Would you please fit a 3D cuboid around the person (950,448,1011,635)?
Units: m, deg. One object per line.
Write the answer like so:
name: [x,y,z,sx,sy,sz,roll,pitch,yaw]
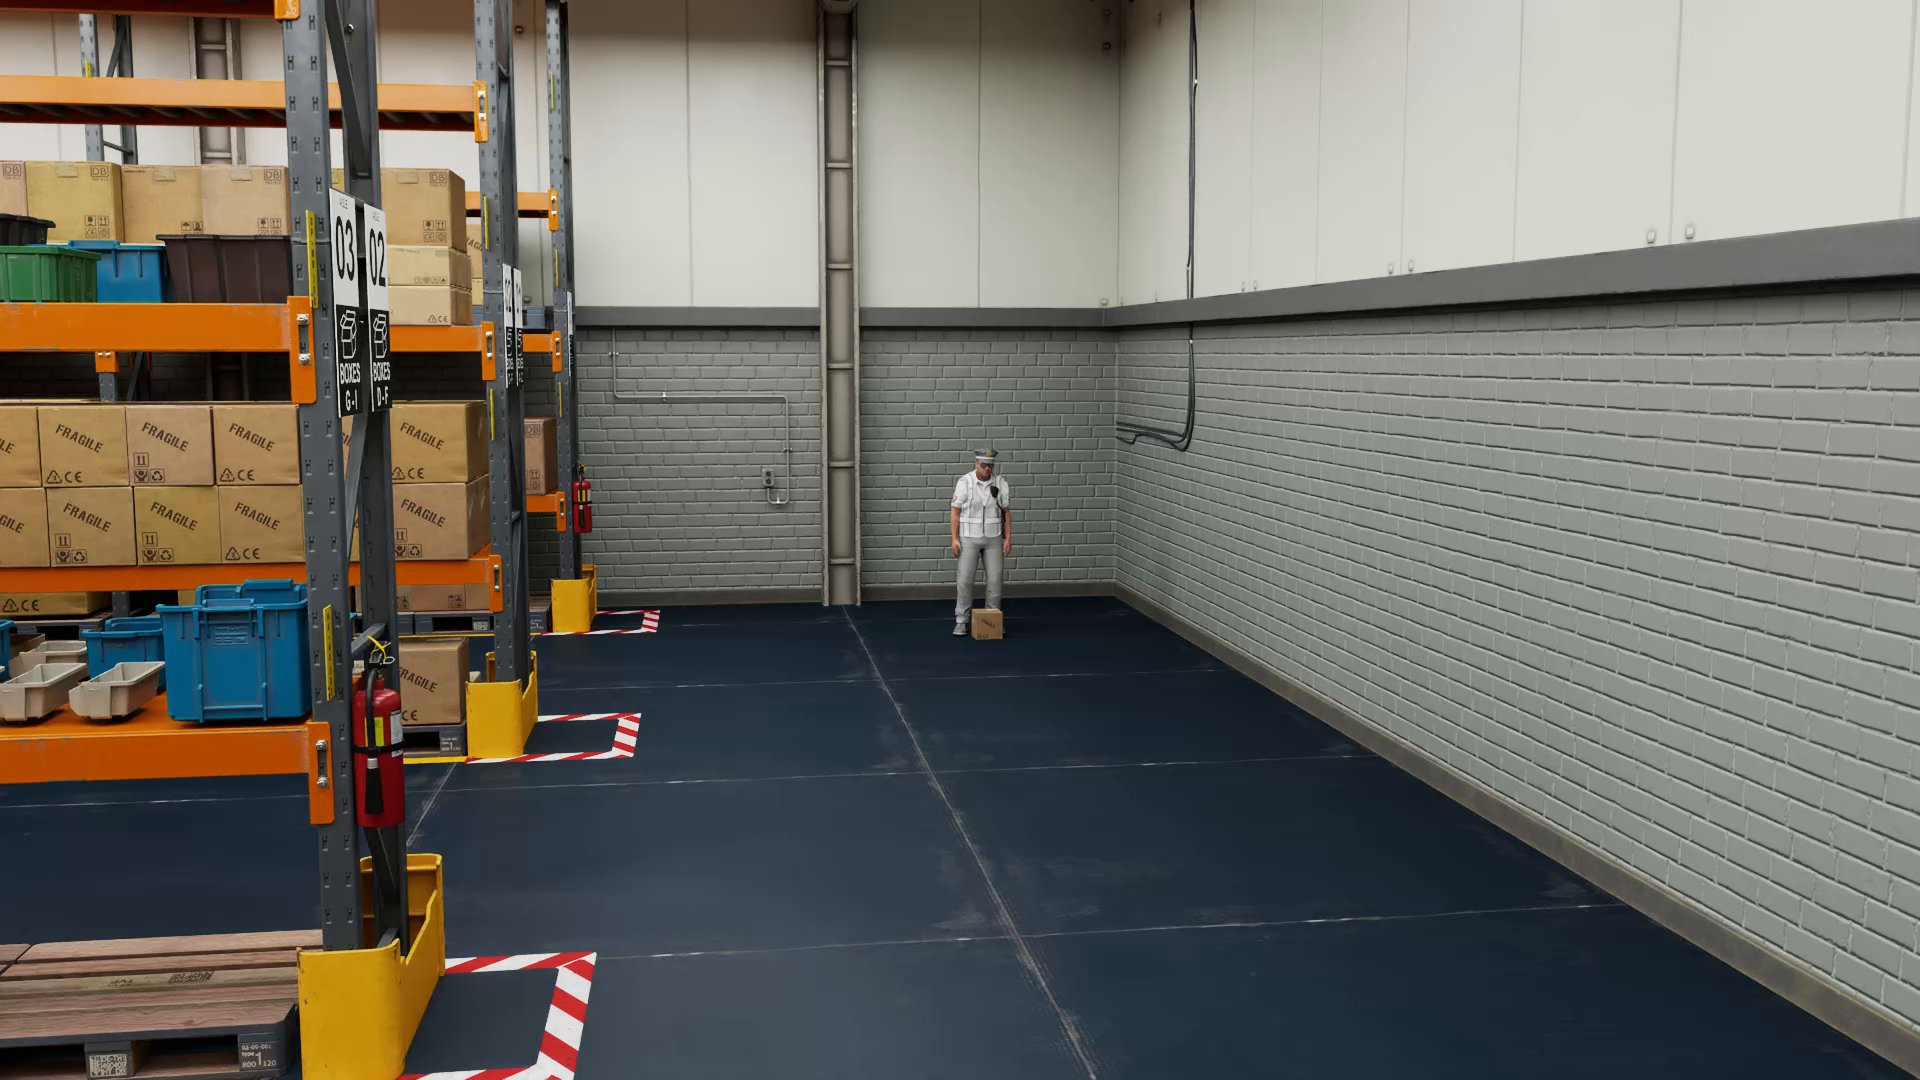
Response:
person: [0.197,0.005,15.637,0.585,1.747,0.440,-1,7,-11]
